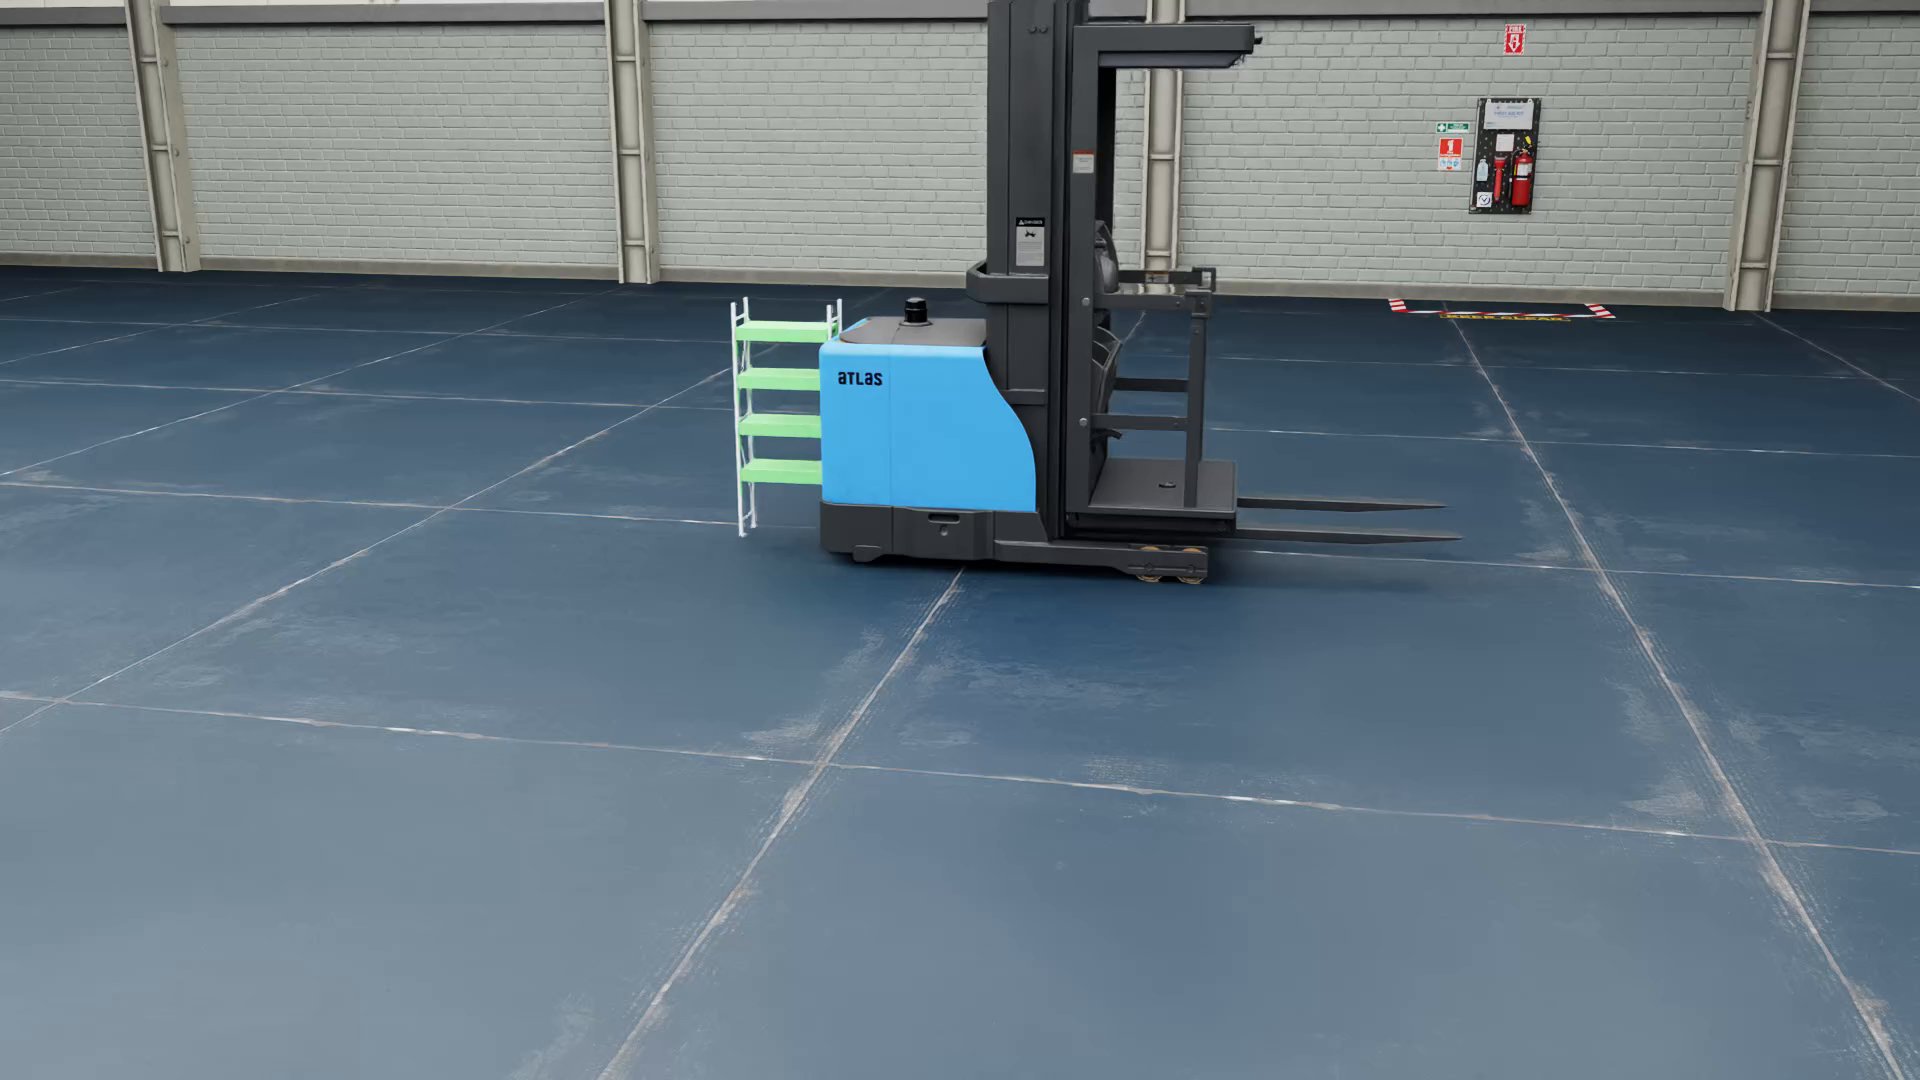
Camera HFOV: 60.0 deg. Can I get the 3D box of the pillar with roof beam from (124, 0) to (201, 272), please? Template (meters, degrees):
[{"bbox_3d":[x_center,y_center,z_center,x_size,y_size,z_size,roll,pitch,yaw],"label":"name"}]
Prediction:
[{"bbox_3d":[-10.455,-6.529,15.203,0.400,9.000,9.100,3,16,11],"label":"pillar with roof beam"}]

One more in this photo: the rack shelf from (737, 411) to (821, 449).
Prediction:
[{"bbox_3d":[-0.865,-0.552,8.475,0.480,0.148,0.258,3,16,9],"label":"rack shelf"}]

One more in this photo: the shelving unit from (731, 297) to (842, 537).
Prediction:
[{"bbox_3d":[-0.865,-0.613,8.458,0.503,1.200,0.258,3,16,9],"label":"shelving unit"}]

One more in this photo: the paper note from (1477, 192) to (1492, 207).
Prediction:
[{"bbox_3d":[5.468,-3.550,17.340,0.142,0.148,0.016,3,16,11],"label":"paper note"}]

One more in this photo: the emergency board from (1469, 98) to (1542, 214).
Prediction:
[{"bbox_3d":[5.628,-3.947,17.124,0.643,1.169,0.194,3,16,11],"label":"emergency board"}]

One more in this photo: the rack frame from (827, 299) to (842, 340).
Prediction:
[{"bbox_3d":[-0.624,-0.603,8.420,0.015,1.200,0.240,3,16,9],"label":"rack frame"}]

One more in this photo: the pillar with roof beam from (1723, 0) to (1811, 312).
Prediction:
[{"bbox_3d":[7.184,-5.571,11.747,0.400,9.000,9.100,3,16,11],"label":"pillar with roof beam"}]

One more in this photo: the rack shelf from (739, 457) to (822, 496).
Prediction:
[{"bbox_3d":[-0.865,-0.320,8.540,0.480,0.148,0.258,3,16,9],"label":"rack shelf"}]

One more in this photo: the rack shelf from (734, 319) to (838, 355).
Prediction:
[{"bbox_3d":[-0.865,-1.014,8.347,0.480,0.148,0.258,3,16,9],"label":"rack shelf"}]

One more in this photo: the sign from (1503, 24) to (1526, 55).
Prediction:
[{"bbox_3d":[5.640,-5.091,16.910,0.199,0.298,0.001,3,16,11],"label":"sign"}]

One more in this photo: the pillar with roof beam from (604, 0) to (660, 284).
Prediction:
[{"bbox_3d":[-4.575,-6.209,14.051,0.400,9.000,9.100,3,16,11],"label":"pillar with roof beam"}]

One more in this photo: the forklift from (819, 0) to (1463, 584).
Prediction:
[{"bbox_3d":[0.885,-1.360,7.912,3.031,2.935,1.130,3,16,9],"label":"forklift"}]

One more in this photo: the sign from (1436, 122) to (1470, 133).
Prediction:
[{"bbox_3d":[5.109,-4.274,17.242,0.331,0.109,0.001,3,16,11],"label":"sign"}]

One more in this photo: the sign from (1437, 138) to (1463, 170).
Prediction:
[{"bbox_3d":[5.107,-4.021,17.322,0.234,0.329,0.001,3,16,11],"label":"sign"}]

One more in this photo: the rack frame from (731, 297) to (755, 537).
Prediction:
[{"bbox_3d":[-1.106,-0.624,8.497,0.015,1.200,0.240,3,16,9],"label":"rack frame"}]

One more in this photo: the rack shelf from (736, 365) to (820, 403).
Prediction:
[{"bbox_3d":[-0.865,-0.783,8.411,0.480,0.148,0.258,3,16,9],"label":"rack shelf"}]

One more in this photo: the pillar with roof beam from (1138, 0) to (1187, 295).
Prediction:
[{"bbox_3d":[1.304,-5.890,12.899,0.400,9.000,9.100,3,16,11],"label":"pillar with roof beam"}]
